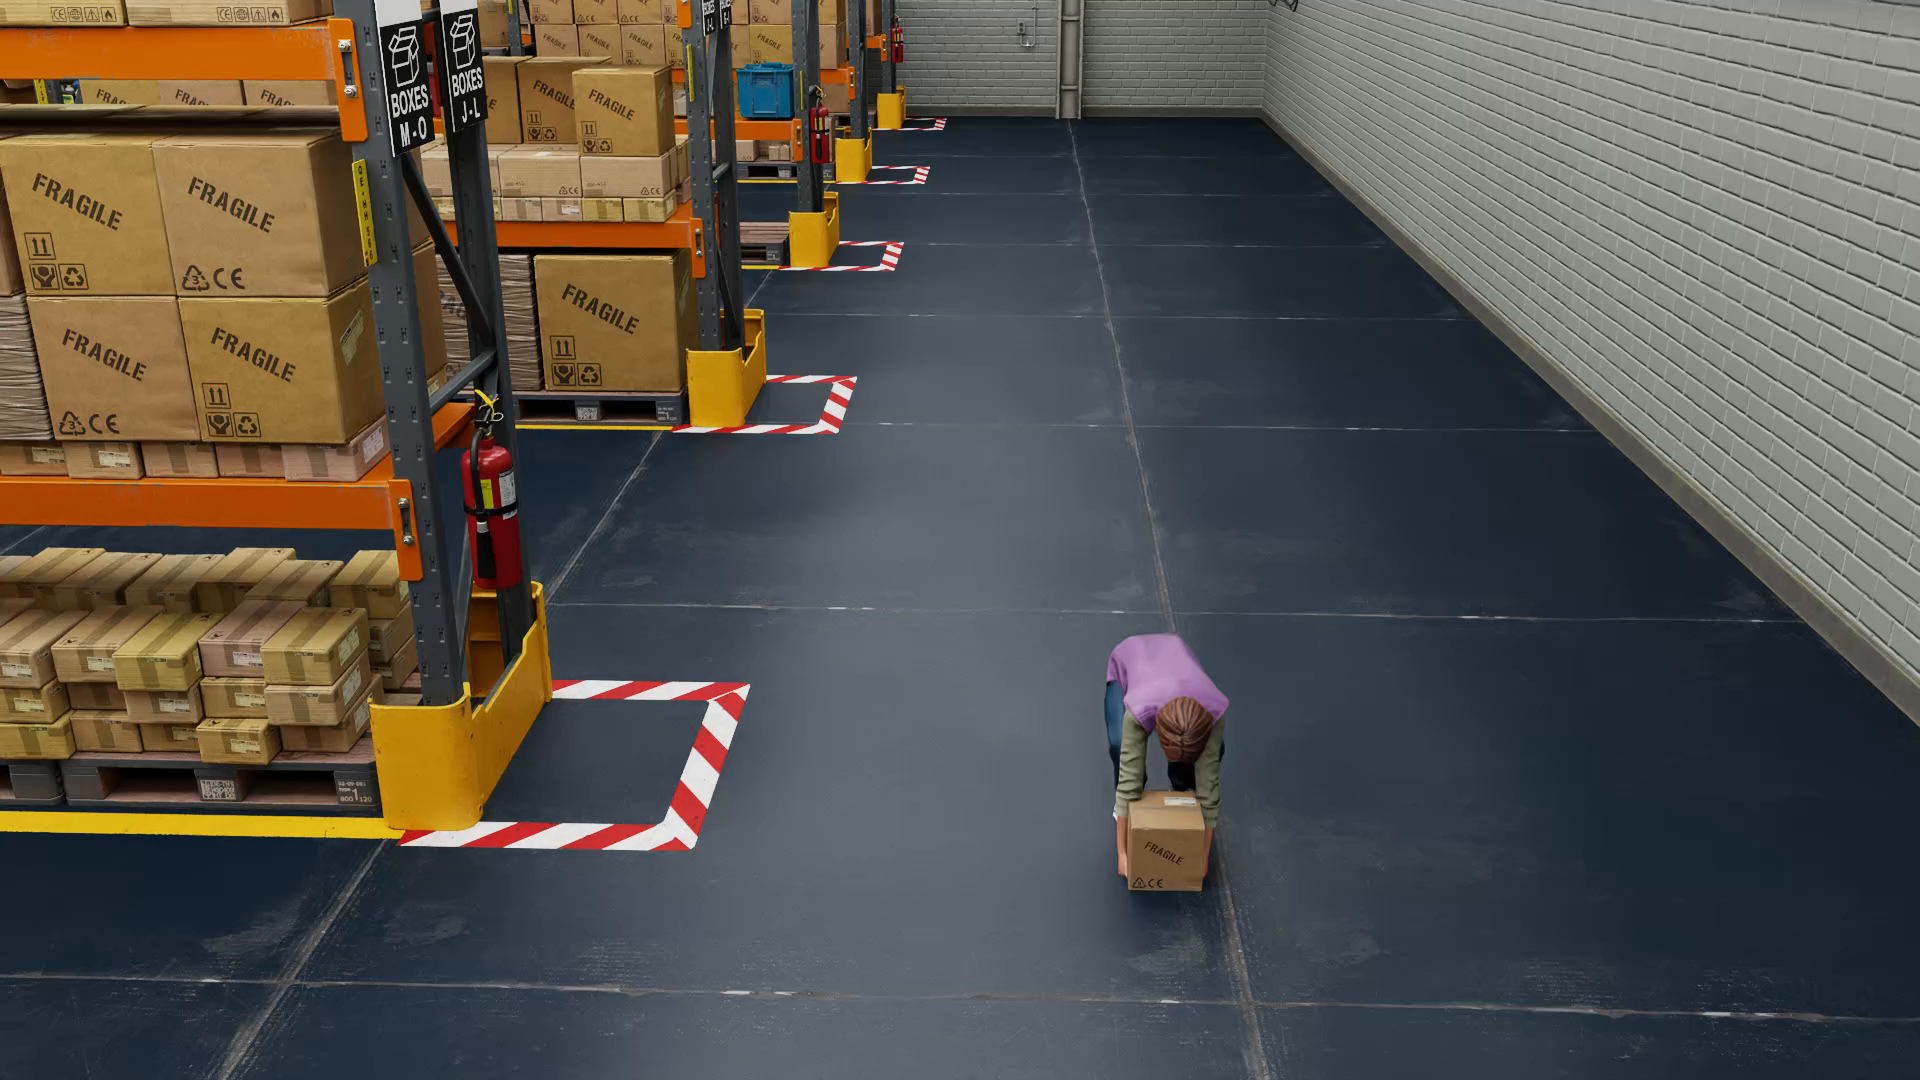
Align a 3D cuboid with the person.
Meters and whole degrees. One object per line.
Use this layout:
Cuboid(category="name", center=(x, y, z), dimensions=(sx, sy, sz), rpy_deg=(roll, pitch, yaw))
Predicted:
Cuboid(category="person", center=(0.730, 0.741, 5.957), dimensions=(0.417, 0.707, 0.867), rpy_deg=(0, 21, 0))
